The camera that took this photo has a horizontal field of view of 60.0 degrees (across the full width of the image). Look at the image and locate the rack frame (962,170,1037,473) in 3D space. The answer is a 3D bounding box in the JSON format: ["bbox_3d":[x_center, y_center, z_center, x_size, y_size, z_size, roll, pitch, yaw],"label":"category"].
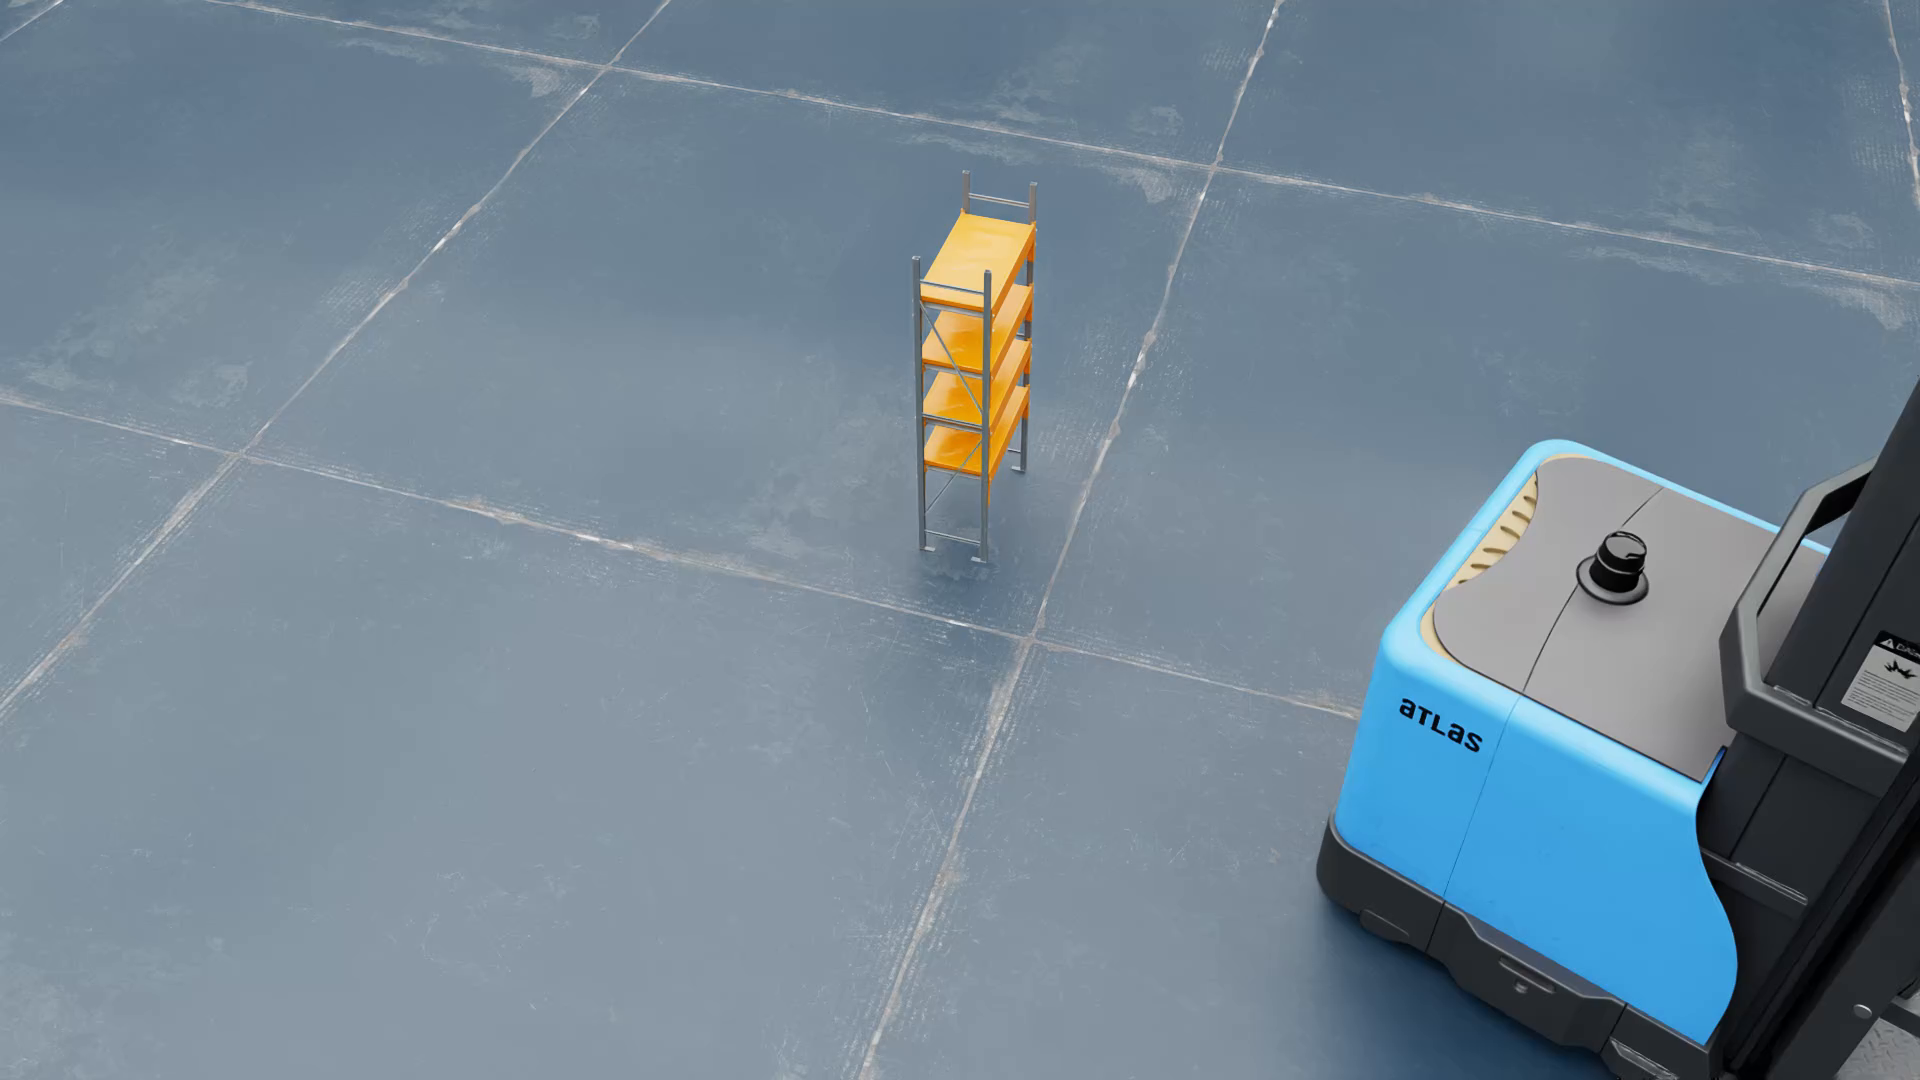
[{"bbox_3d":[0.124,-0.702,5.609,0.240,1.200,0.015,13,46,13],"label":"rack frame"}]

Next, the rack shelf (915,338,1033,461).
[{"bbox_3d":[0.050,-0.491,5.490,0.258,0.148,0.480,13,46,13],"label":"rack shelf"}]

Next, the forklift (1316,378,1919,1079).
[{"bbox_3d":[2.481,0.316,3.331,3.031,2.935,1.130,28,51,26],"label":"forklift"}]

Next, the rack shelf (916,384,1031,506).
[{"bbox_3d":[0.050,-0.349,5.629,0.258,0.148,0.480,13,46,13],"label":"rack shelf"}]

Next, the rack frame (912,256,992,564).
[{"bbox_3d":[-0.024,-0.377,5.277,0.240,1.200,0.015,13,46,13],"label":"rack frame"}]

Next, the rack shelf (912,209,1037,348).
[{"bbox_3d":[0.050,-0.820,5.168,0.258,0.148,0.480,13,46,13],"label":"rack shelf"}]

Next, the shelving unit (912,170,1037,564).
[{"bbox_3d":[0.050,-0.539,5.443,0.258,1.200,0.503,13,46,13],"label":"shelving unit"}]

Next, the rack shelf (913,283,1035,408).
[{"bbox_3d":[0.050,-0.651,5.334,0.258,0.148,0.480,13,46,13],"label":"rack shelf"}]
